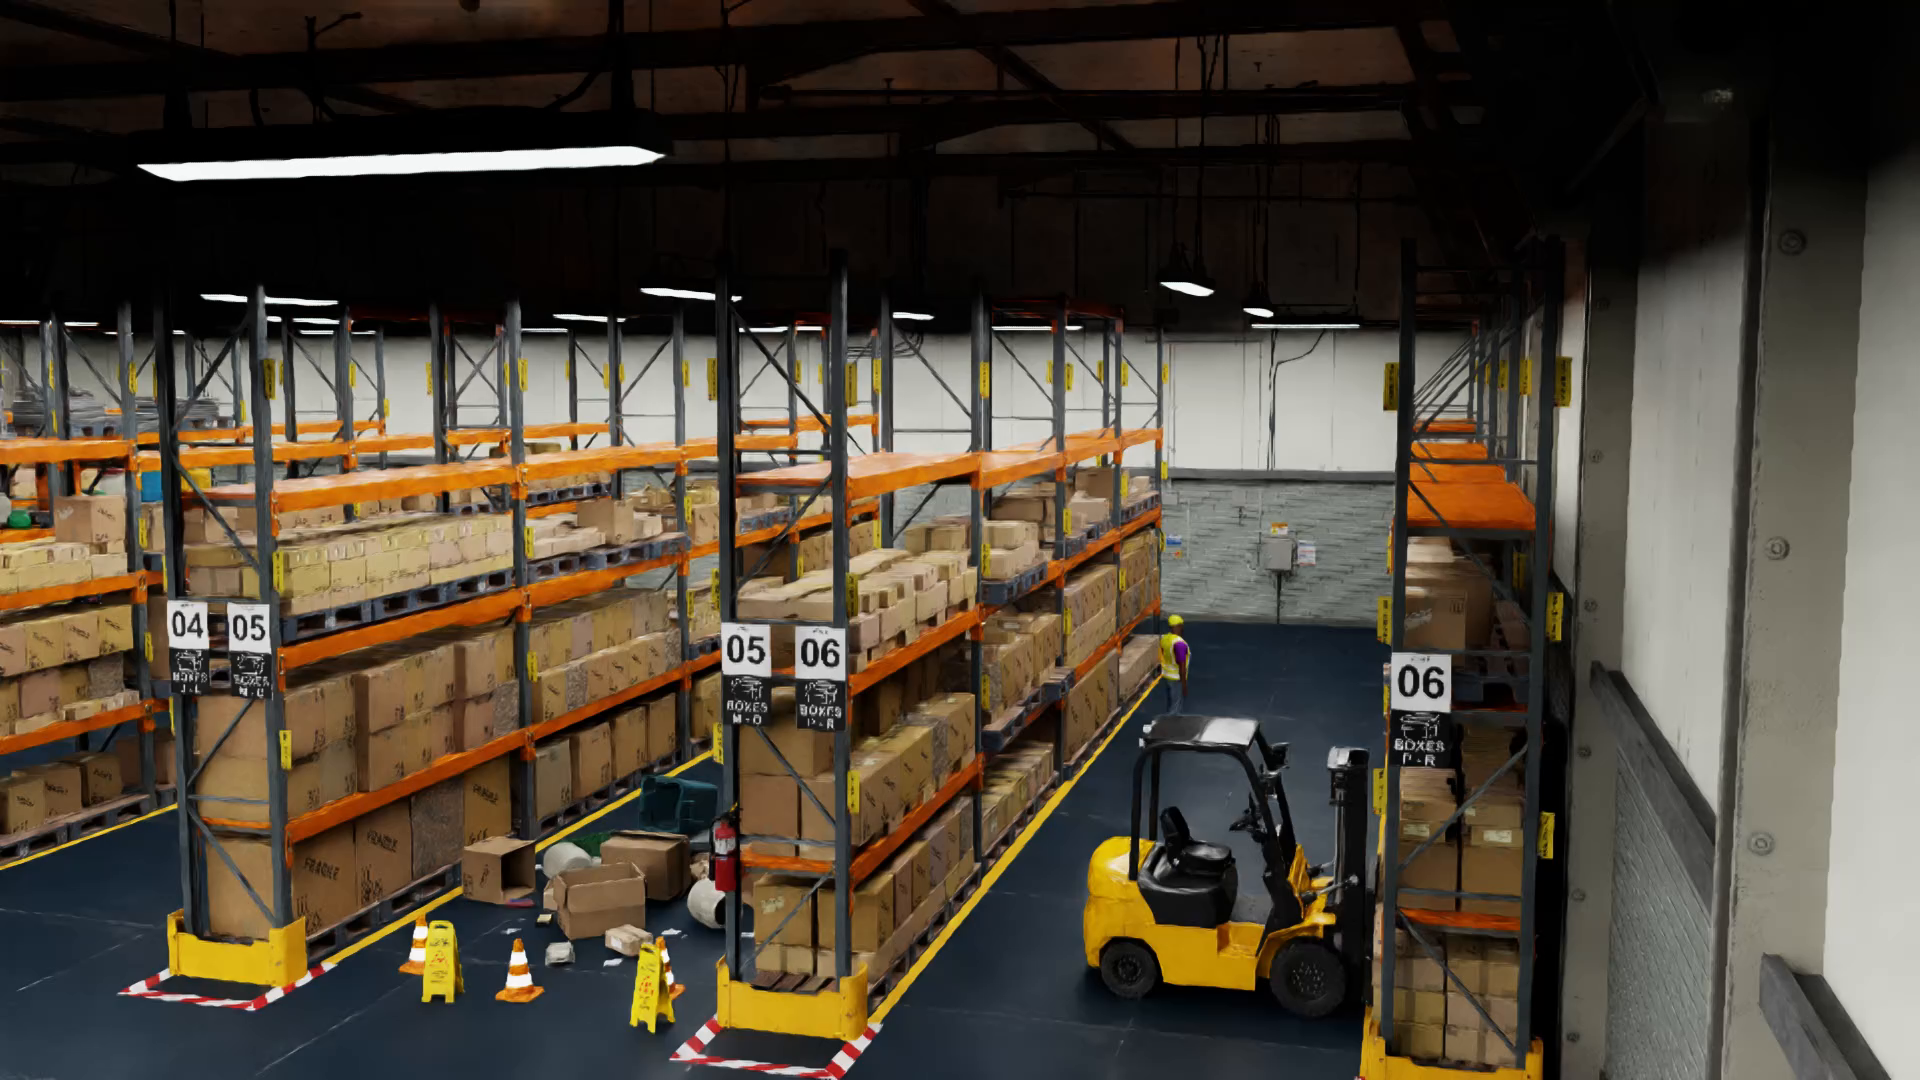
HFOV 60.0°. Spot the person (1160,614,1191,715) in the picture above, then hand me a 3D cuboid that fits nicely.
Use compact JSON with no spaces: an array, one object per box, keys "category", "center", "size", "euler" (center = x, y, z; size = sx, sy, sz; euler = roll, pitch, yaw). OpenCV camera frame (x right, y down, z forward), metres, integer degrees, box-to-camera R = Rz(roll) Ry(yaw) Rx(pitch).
[{"category":"person","center":[2.969,1.882,22.602],"size":[0.452,1.768,0.632],"euler":[-2,6,-15]}]
